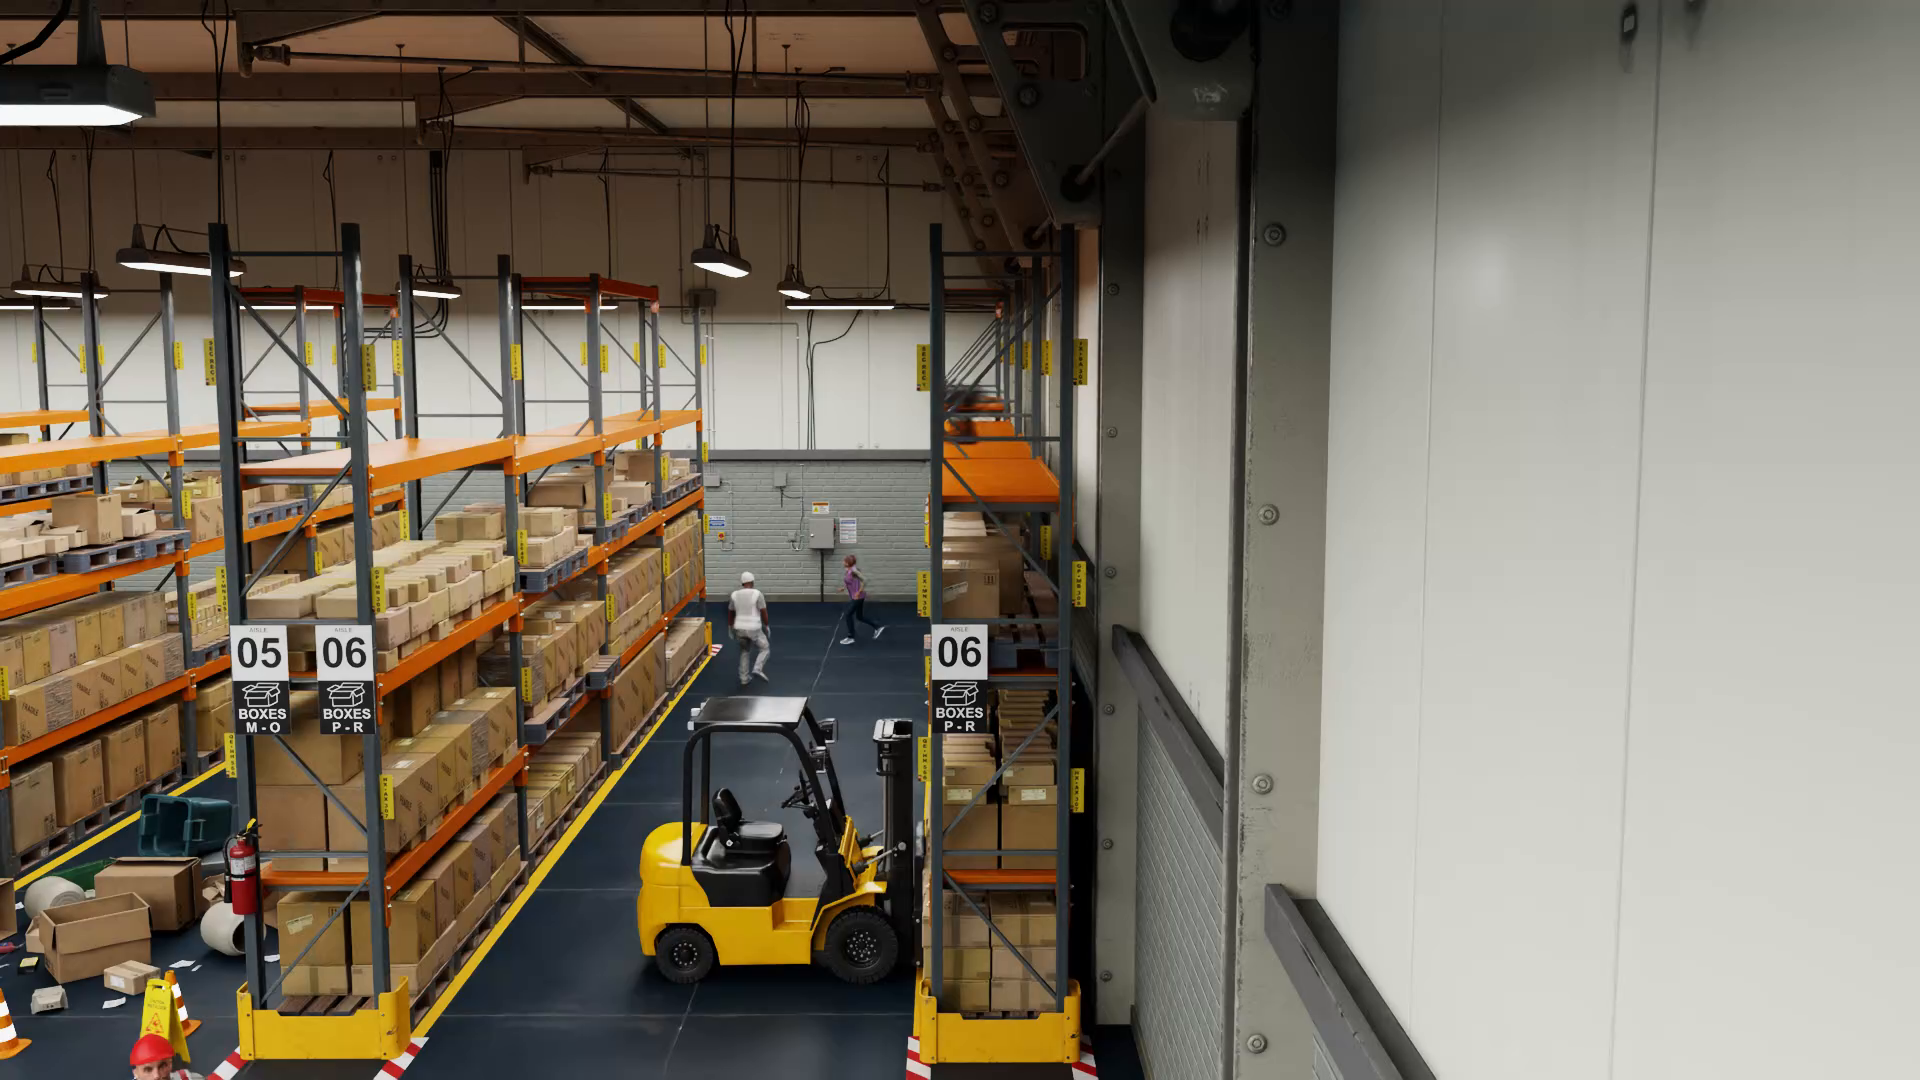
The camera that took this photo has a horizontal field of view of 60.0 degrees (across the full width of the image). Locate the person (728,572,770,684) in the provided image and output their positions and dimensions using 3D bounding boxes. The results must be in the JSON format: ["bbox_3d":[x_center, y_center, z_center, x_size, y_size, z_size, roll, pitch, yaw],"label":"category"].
[{"bbox_3d":[-3.222,1.357,25.317,0.822,1.705,0.701,2,7,17],"label":"person"}]

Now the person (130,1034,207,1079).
[{"bbox_3d":[-4.154,3.315,8.554,0.663,1.744,0.865,-5,8,-36],"label":"person"}]

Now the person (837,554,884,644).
[{"bbox_3d":[-1.729,1.019,28.996,0.822,1.568,0.527,-1,7,-12],"label":"person"}]
